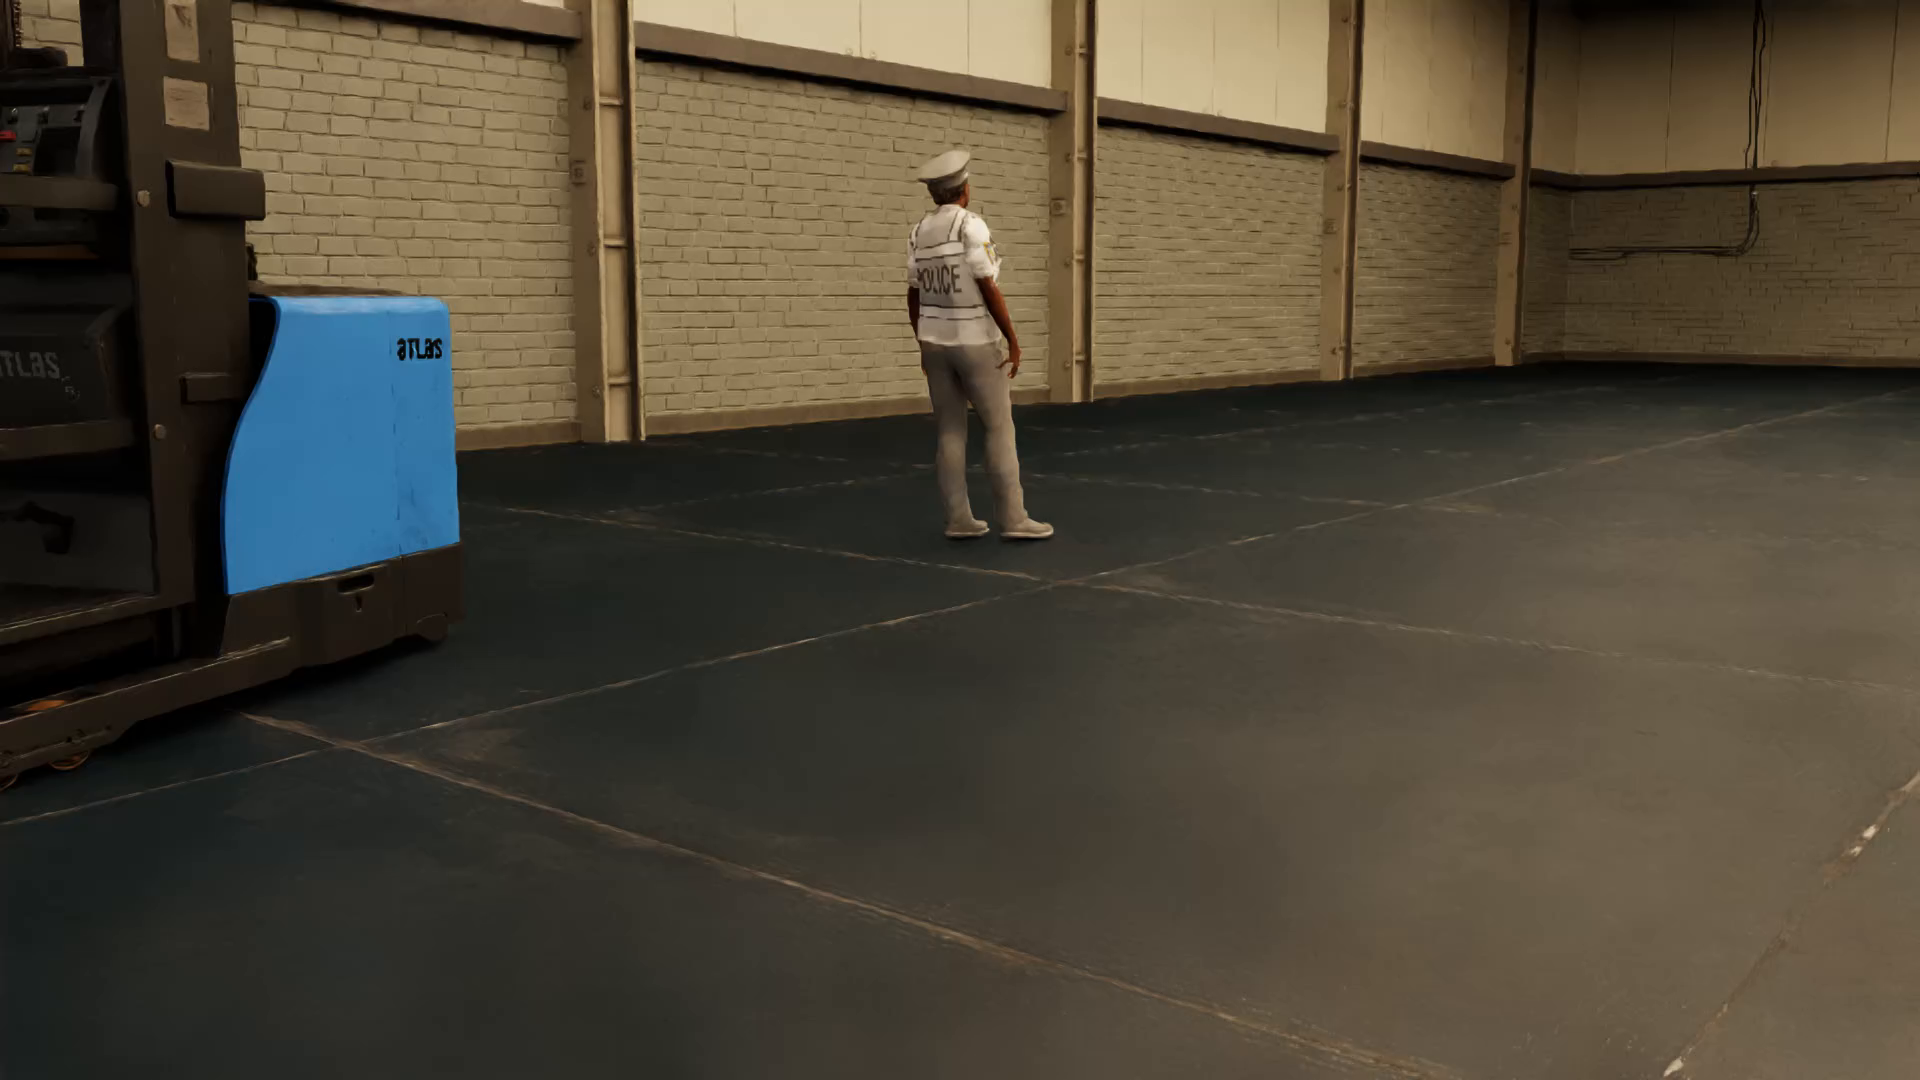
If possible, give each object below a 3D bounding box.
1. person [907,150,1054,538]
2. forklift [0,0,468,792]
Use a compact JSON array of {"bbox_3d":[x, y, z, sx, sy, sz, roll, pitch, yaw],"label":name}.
[{"bbox_3d":[0.062,-0.853,7.327,0.570,1.695,0.529,7,11,38],"label":"person"},{"bbox_3d":[-2.512,-0.961,3.852,1.130,2.935,3.031,3,9,19],"label":"forklift"}]
